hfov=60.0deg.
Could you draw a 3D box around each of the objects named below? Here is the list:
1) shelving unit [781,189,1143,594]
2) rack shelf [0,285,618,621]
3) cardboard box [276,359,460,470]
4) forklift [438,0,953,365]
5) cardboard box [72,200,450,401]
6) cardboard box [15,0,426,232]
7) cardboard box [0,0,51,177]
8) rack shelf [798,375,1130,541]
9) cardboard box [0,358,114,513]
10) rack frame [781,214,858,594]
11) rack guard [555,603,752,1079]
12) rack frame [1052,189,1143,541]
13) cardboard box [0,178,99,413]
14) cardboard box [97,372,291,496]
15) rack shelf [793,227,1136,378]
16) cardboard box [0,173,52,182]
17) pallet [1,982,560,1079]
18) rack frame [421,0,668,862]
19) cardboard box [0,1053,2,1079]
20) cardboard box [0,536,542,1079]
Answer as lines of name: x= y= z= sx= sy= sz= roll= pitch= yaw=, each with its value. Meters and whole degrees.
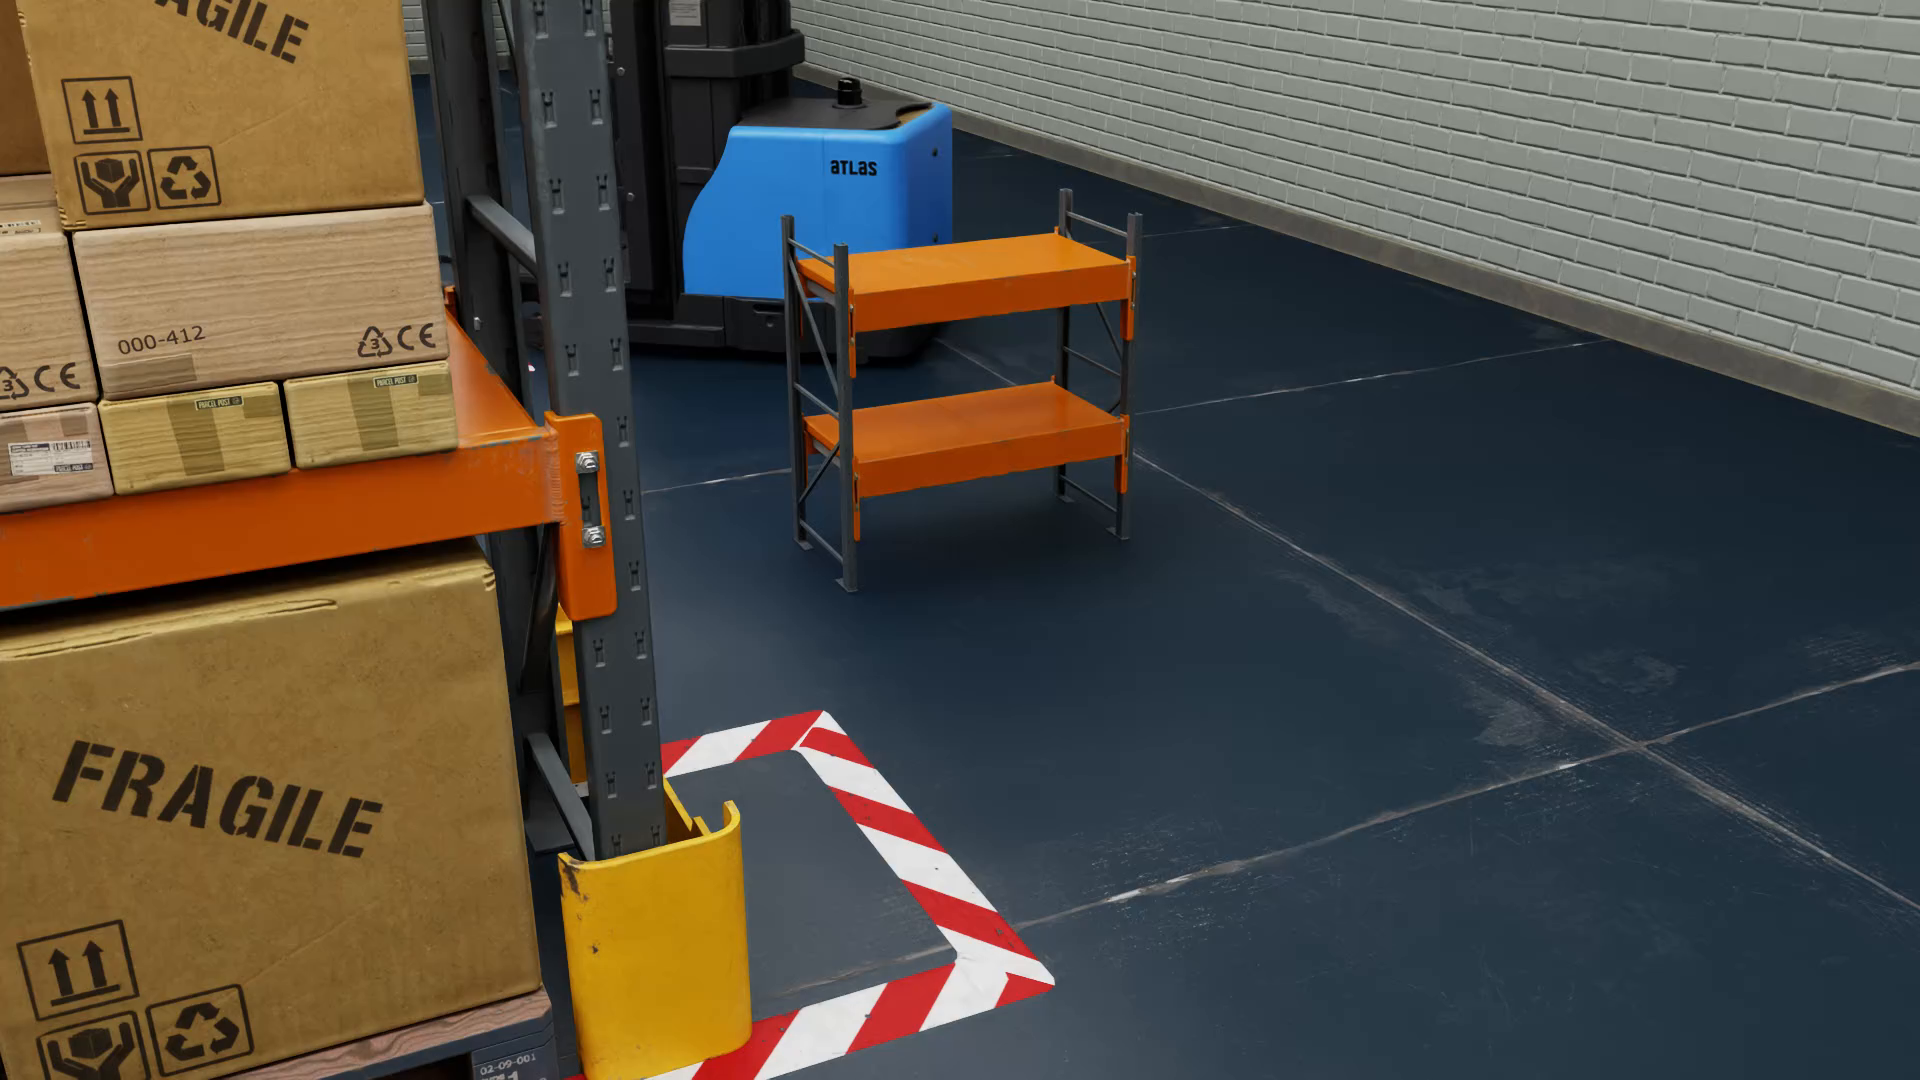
shelving unit: x=0.006 y=-0.521 z=5.538 sx=1.048 sy=1.125 sz=0.538 roll=-10 pitch=25 yaw=-24
rack shelf: x=-2.628 y=0.114 z=2.493 sx=4.000 sy=0.370 sz=1.077 roll=-10 pitch=25 yaw=-24
cardboard box: x=-1.004 y=-0.261 z=2.788 sx=0.250 sy=0.149 sz=0.380 roll=-10 pitch=24 yaw=-23
forklift: x=-1.596 y=-2.438 z=7.809 sx=3.031 sy=2.935 sz=1.130 roll=5 pitch=23 yaw=12
cardboard box: x=-1.148 y=-0.446 z=2.713 sx=0.500 sy=0.250 sz=0.500 roll=-11 pitch=25 yaw=-24
cardboard box: x=-1.151 y=-0.793 z=2.571 sx=0.500 sy=0.500 sz=0.500 roll=-10 pitch=25 yaw=-23
cardboard box: x=-1.826 y=-0.895 z=2.817 sx=0.500 sy=0.500 sz=0.500 roll=-11 pitch=25 yaw=-25
rack shelf: x=0.006 y=-0.295 z=5.631 sx=1.000 sy=0.278 sz=0.538 roll=-10 pitch=25 yaw=-24
cardboard box: x=-1.466 y=-0.176 z=2.582 sx=0.250 sy=0.149 sz=0.380 roll=-10 pitch=25 yaw=-23
rack frame: x=-0.452 y=-0.437 z=5.334 sx=0.032 sy=1.125 sz=0.500 roll=-10 pitch=25 yaw=-24
rack guard: x=-0.805 y=0.601 z=3.644 sx=0.348 sy=0.500 sz=1.175 roll=-10 pitch=25 yaw=-24
rack frame: x=0.464 y=-0.605 z=5.741 sx=0.032 sy=1.125 sz=0.500 roll=-10 pitch=25 yaw=-24
cardboard box: x=-1.605 y=-0.362 z=2.510 sx=0.500 sy=0.250 sz=0.500 roll=-11 pitch=25 yaw=-25
cardboard box: x=-1.238 y=-0.218 z=2.682 sx=0.250 sy=0.149 sz=0.380 roll=-10 pitch=25 yaw=-23
rack shelf: x=0.006 y=-0.791 z=5.426 sx=1.000 sy=0.278 sz=0.538 roll=-10 pitch=25 yaw=-24
cardboard box: x=-1.841 y=-0.543 z=2.947 sx=0.500 sy=0.250 sz=0.500 roll=-11 pitch=25 yaw=-24
pallet: x=-1.513 y=0.898 z=3.304 sx=1.213 sy=0.211 sz=1.003 roll=-10 pitch=25 yaw=-24
rack frame: x=-0.826 y=-0.550 z=3.156 sx=0.127 sy=3.000 sz=1.000 roll=-10 pitch=25 yaw=-24
cardboard box: x=-2.188 y=0.523 z=2.795 sx=0.875 sy=0.875 sz=0.875 roll=-10 pitch=25 yaw=-24
cardboard box: x=-1.368 y=0.372 z=3.159 sx=0.875 sy=0.875 sz=0.875 roll=-10 pitch=25 yaw=-24
